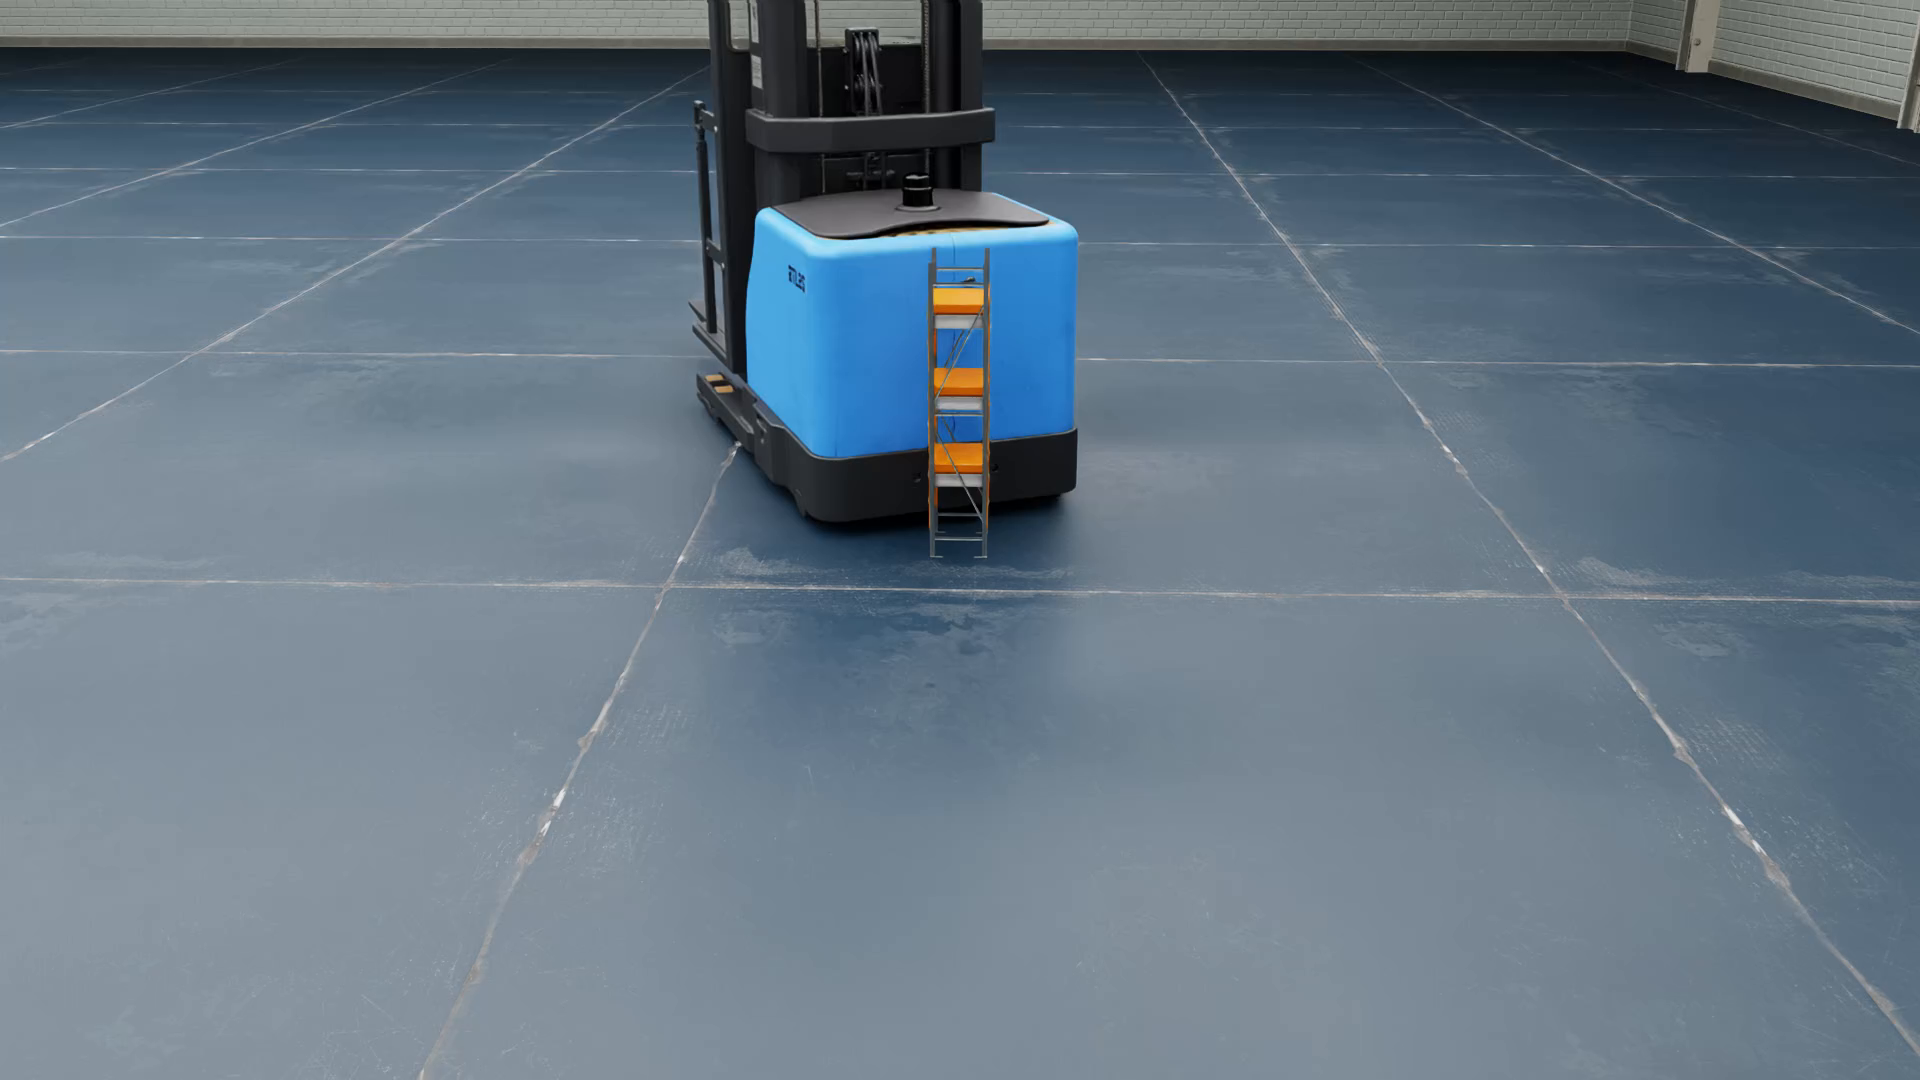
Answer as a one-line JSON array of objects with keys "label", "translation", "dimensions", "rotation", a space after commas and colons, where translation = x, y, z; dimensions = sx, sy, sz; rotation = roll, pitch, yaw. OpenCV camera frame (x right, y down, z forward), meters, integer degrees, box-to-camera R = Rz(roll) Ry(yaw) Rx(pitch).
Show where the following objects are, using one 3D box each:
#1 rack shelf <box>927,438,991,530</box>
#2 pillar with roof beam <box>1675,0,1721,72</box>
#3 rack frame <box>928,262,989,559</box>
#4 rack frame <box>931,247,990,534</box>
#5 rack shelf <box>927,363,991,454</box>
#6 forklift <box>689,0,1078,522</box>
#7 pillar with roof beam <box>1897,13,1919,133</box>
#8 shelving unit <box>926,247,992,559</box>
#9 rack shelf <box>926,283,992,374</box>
[{"label": "rack shelf", "translation": [-0.002, -0.201, 5.894], "dimensions": [0.215, 0.259, 0.240], "rotation": [1, 21, 2]}, {"label": "pillar with roof beam", "translation": [5.433, -10.481, 20.600], "dimensions": [9.100, 9.000, 0.400], "rotation": [1, 21, 2]}, {"label": "rack frame", "translation": [-0.005, -0.426, 5.675], "dimensions": [0.200, 1.050, 0.008], "rotation": [1, 21, 2]}, {"label": "rack frame", "translation": [0.002, -0.514, 5.903], "dimensions": [0.200, 1.050, 0.008], "rotation": [1, 21, 2]}, {"label": "rack shelf", "translation": [-0.002, -0.460, 5.793], "dimensions": [0.215, 0.259, 0.240], "rotation": [1, 21, 2]}, {"label": "forklift", "translation": [-0.550, -1.931, 6.955], "dimensions": [1.130, 2.935, 3.031], "rotation": [-8, 23, -19]}, {"label": "pillar with roof beam", "translation": [5.251, -8.311, 15.009], "dimensions": [9.100, 9.000, 0.400], "rotation": [1, 21, 2]}, {"label": "shelving unit", "translation": [-0.002, -0.470, 5.789], "dimensions": [0.215, 1.050, 0.252], "rotation": [1, 21, 2]}, {"label": "rack shelf", "translation": [-0.002, -0.725, 5.690], "dimensions": [0.215, 0.259, 0.240], "rotation": [1, 21, 2]}]
